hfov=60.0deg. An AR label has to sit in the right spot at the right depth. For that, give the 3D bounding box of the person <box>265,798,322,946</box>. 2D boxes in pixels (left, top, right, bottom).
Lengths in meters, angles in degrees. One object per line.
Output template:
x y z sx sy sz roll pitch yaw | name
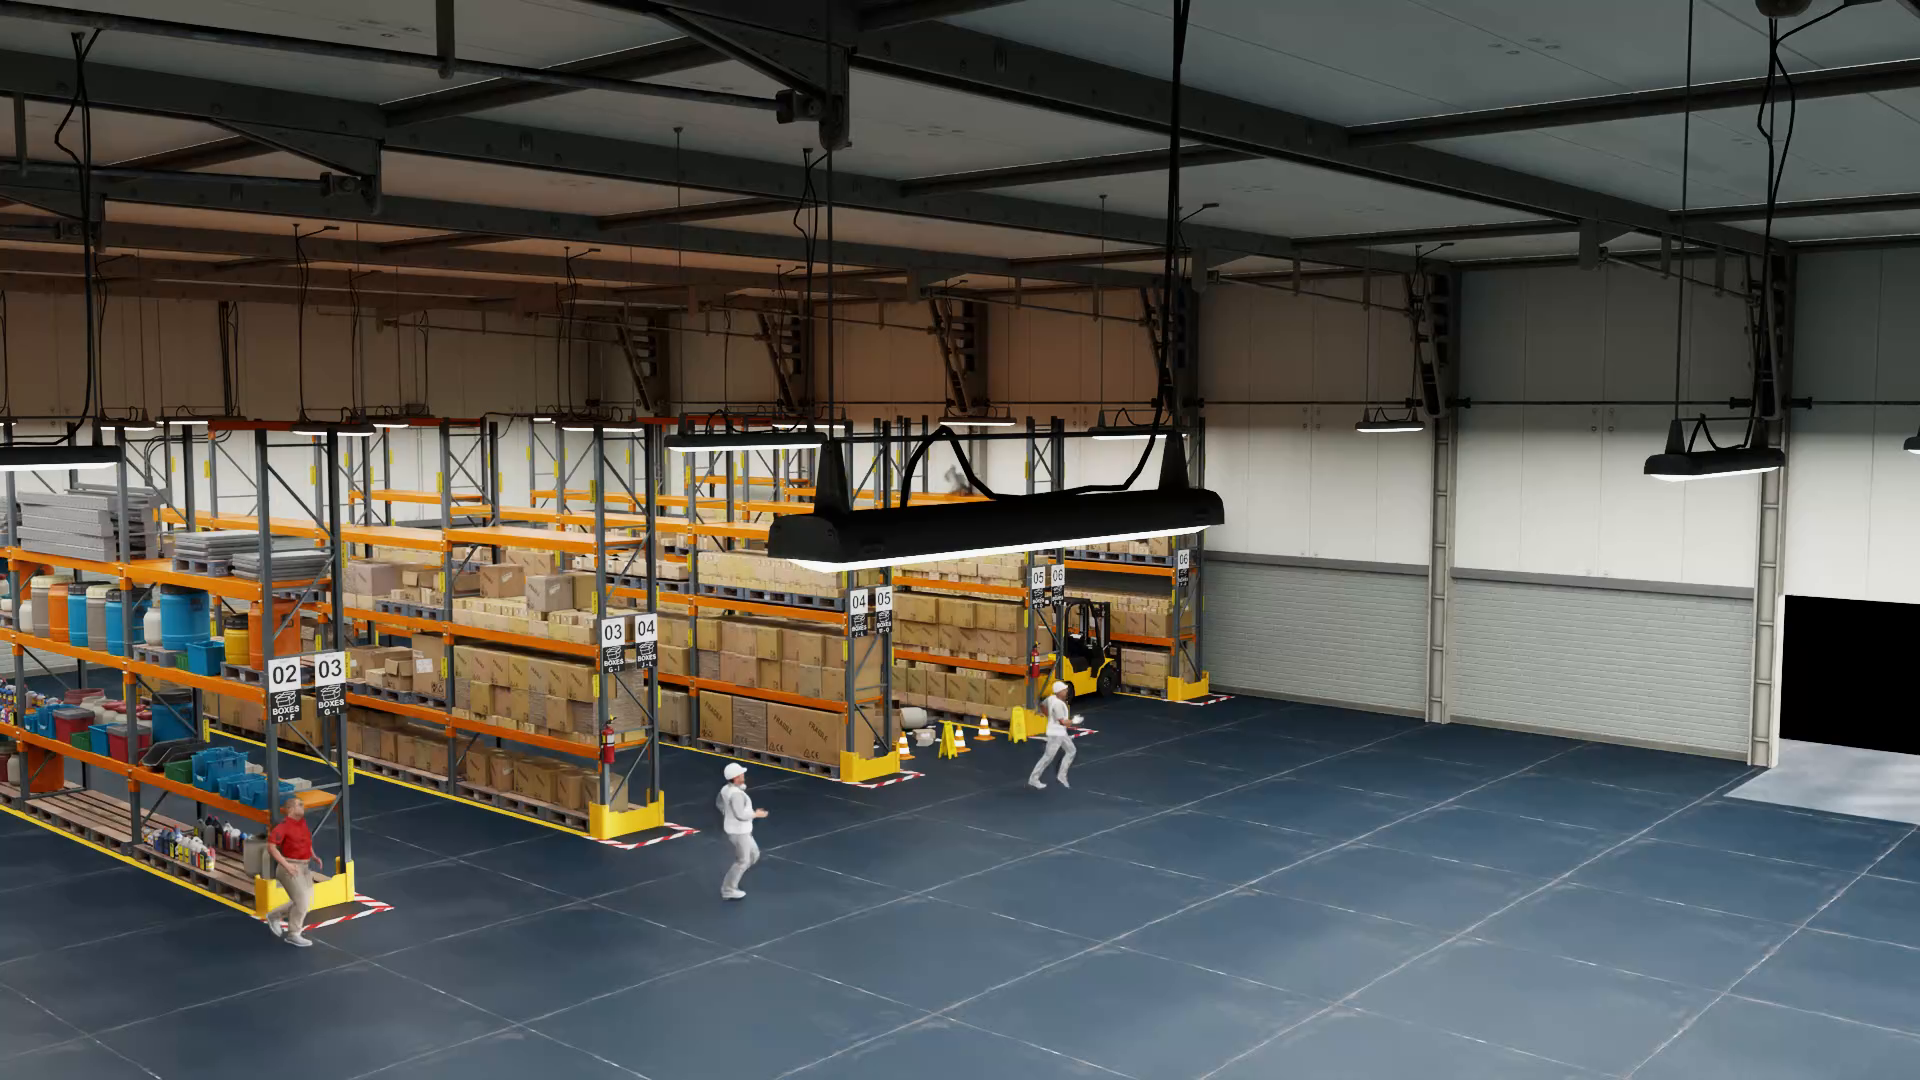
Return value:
-7.862 3.880 19.544 0.621 1.689 0.716 0 5 6 | person

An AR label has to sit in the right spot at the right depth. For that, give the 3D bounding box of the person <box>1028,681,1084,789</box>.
1.563 3.191 27.107 0.903 1.806 0.694 0 5 3 | person

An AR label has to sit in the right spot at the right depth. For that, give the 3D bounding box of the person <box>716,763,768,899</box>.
-2.765 3.693 21.195 0.610 1.743 0.646 -1 5 -17 | person
